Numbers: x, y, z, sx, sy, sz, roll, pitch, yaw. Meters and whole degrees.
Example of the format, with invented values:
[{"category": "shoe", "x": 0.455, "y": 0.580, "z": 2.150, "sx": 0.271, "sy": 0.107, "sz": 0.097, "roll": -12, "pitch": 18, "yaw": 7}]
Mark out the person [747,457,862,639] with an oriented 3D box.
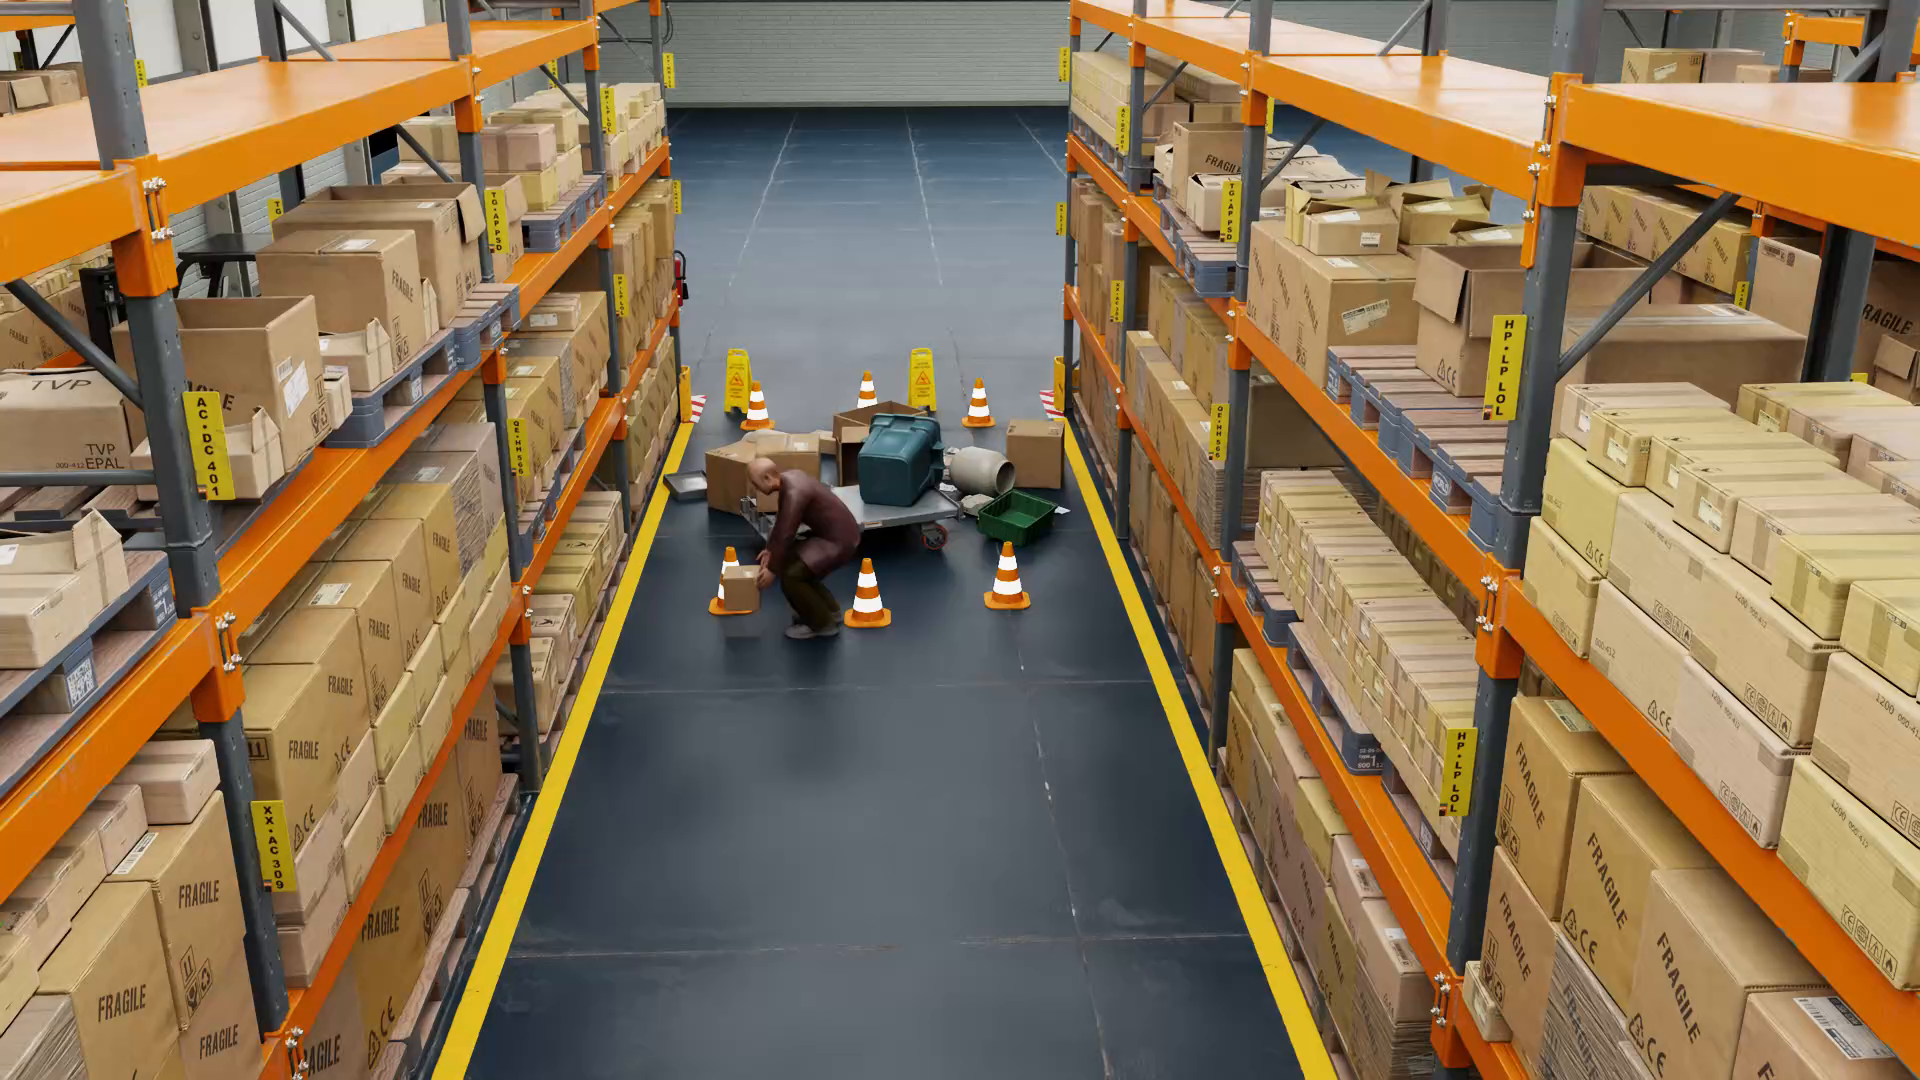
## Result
[{"category": "person", "x": -1.079, "y": 0.037, "z": 11.686, "sx": 0.775, "sy": 1.306, "sz": 0.632, "roll": -1, "pitch": 20, "yaw": -3}]
